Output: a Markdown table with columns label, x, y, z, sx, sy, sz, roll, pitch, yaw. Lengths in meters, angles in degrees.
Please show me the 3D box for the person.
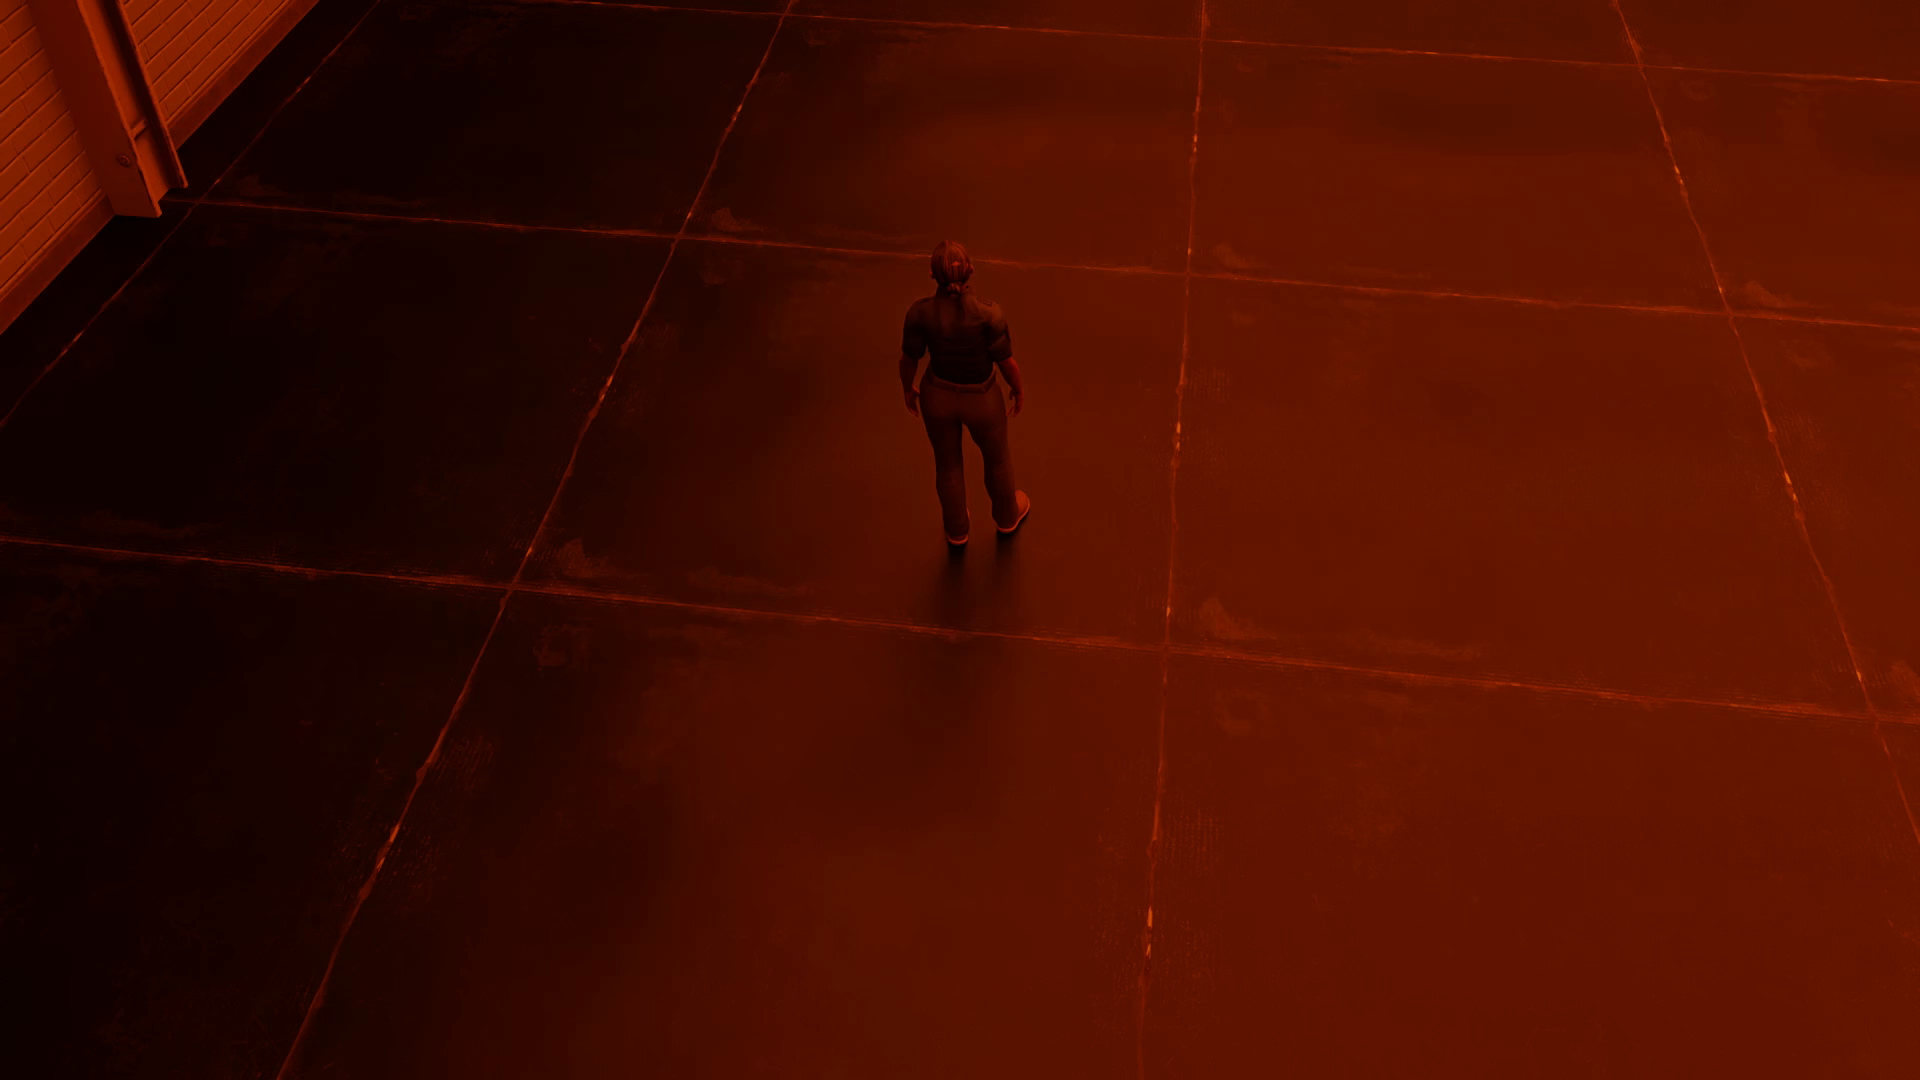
| label | x | y | z | sx | sy | sz | roll | pitch | yaw |
| --- | --- | --- | --- | --- | --- | --- | --- | --- | --- |
| person | 0.031 | -0.671 | 7.388 | 0.569 | 1.654 | 0.504 | 5 | 43 | 6 |
